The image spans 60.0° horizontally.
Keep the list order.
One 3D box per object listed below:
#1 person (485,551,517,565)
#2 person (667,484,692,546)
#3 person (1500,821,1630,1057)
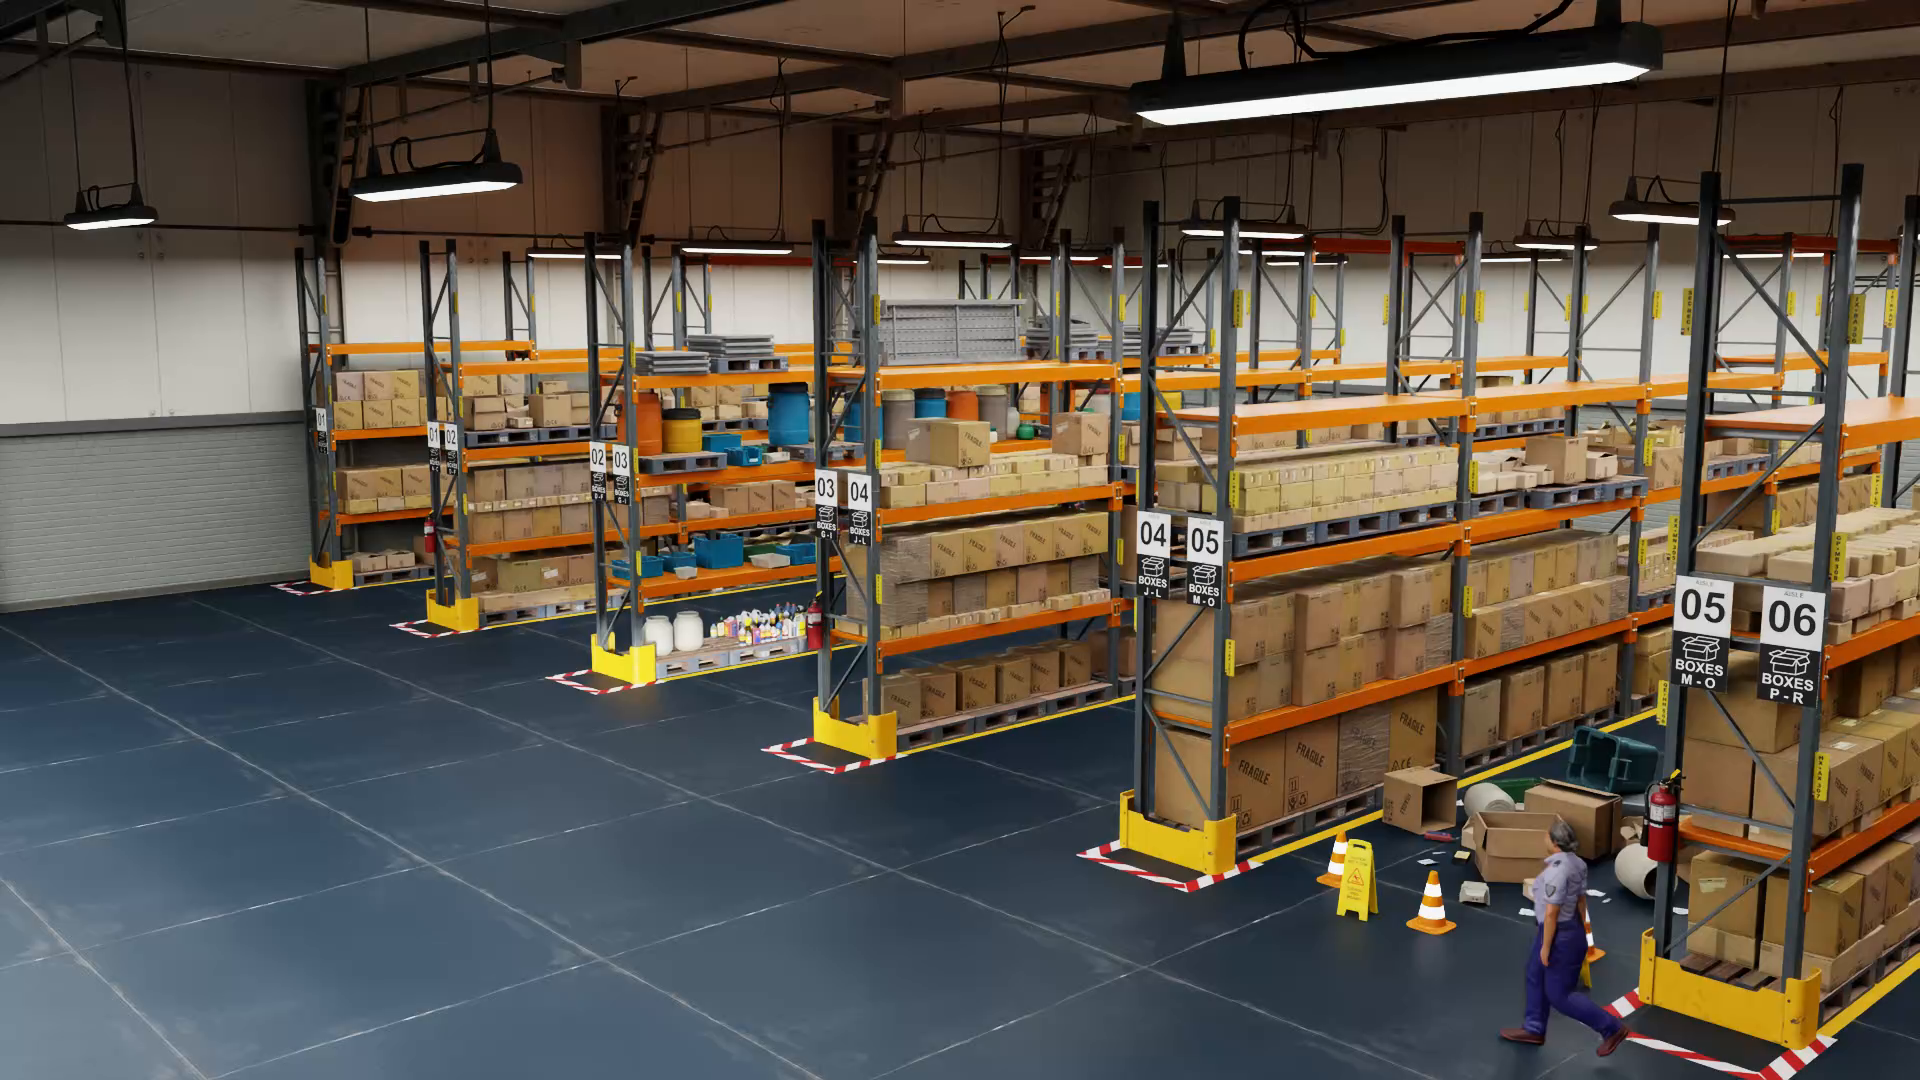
[{"bbox_3d":[-7.930,0.166,28.672,0.615,1.810,0.400,-3,9,-17],"label":"person"},{"bbox_3d":[-5.344,-0.286,31.263,0.595,1.778,0.676,-1,8,-7],"label":"person"},{"bbox_3d":[4.138,2.733,11.306,0.817,1.605,0.466,3,9,17],"label":"person"}]
